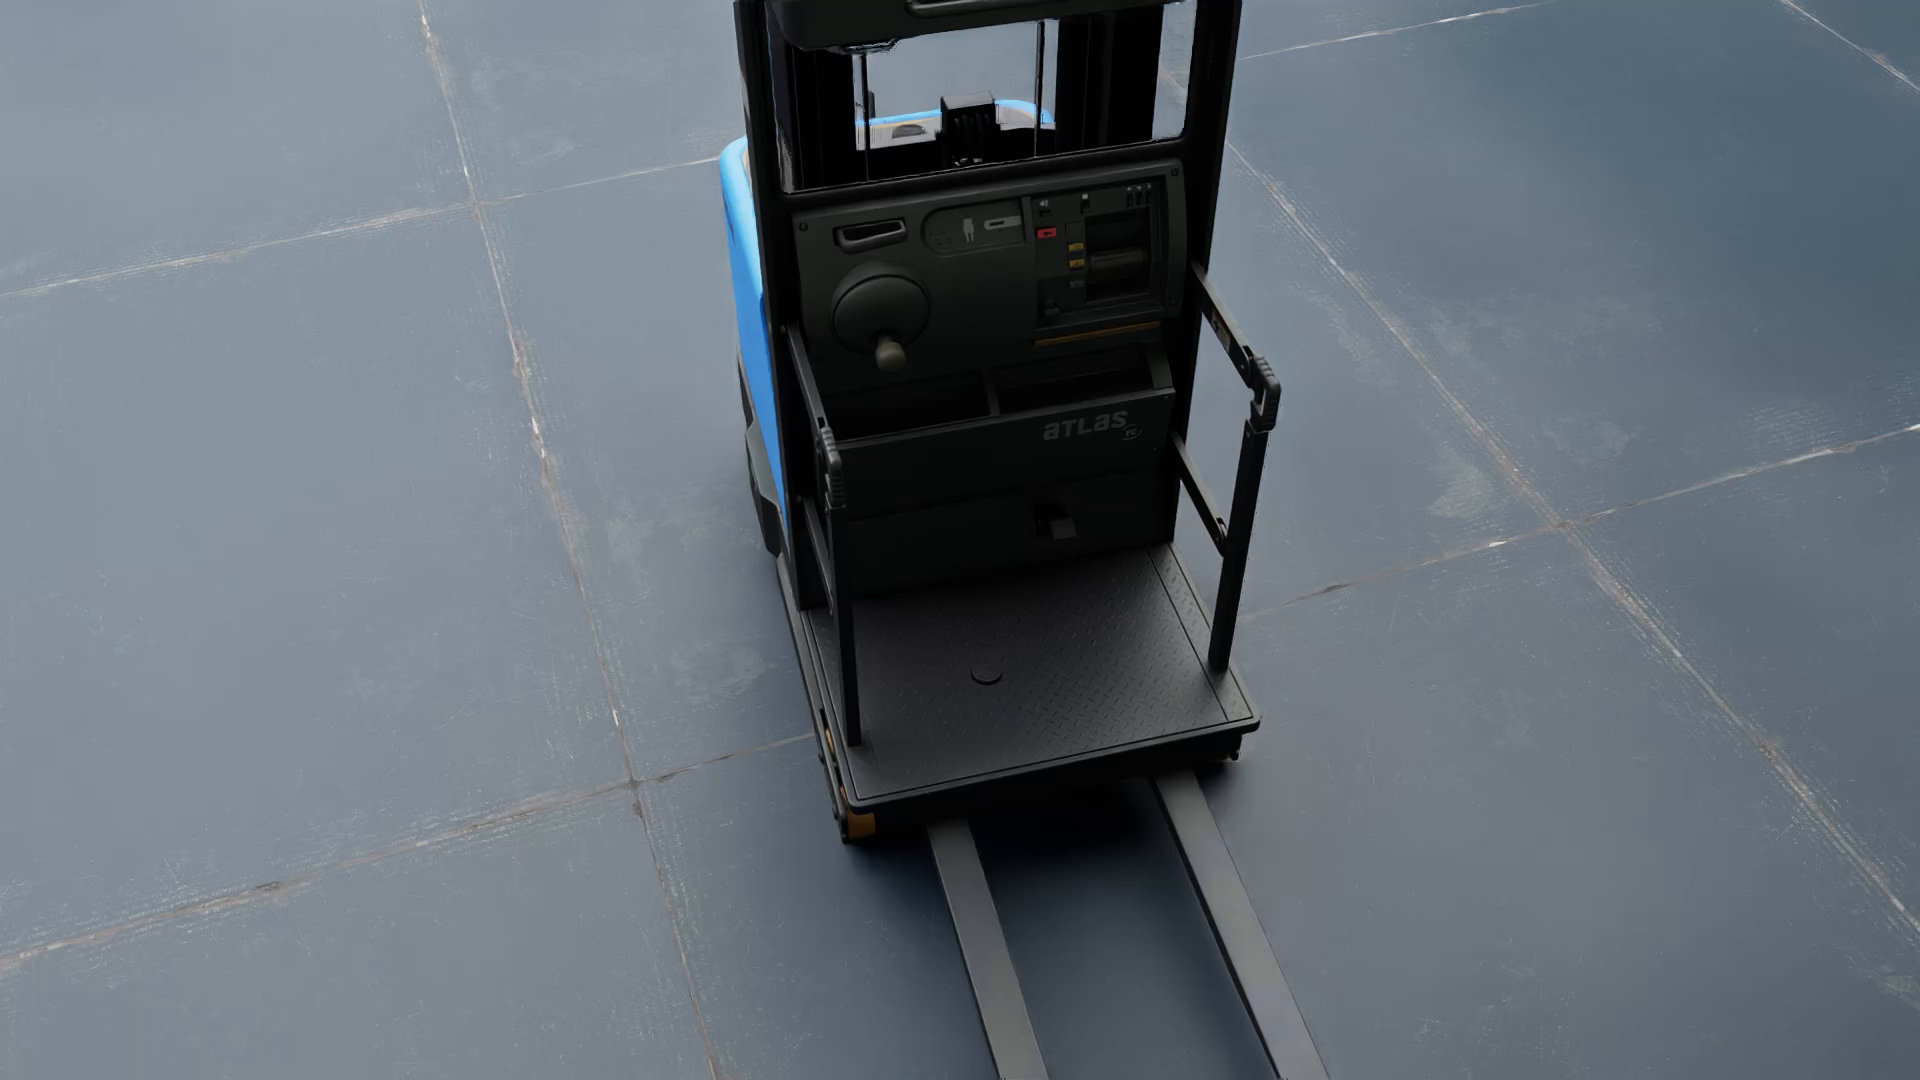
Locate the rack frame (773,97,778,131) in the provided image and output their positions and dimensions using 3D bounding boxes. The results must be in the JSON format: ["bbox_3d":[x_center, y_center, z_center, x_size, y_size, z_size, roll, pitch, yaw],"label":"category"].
[{"bbox_3d":[-0.514,-0.949,5.454,0.008,1.050,0.200,-35,55,-30],"label":"rack frame"}]

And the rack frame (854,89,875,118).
[{"bbox_3d":[-0.340,-1.070,5.575,0.008,1.050,0.200,-35,55,-30],"label":"rack frame"}]

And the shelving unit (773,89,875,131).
[{"bbox_3d":[-0.427,-1.009,5.515,0.252,1.050,0.215,-35,55,-30],"label":"shelving unit"}]

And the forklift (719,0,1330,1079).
[{"bbox_3d":[0.137,-0.545,3.724,1.130,2.935,3.031,-10,46,-10],"label":"forklift"}]
